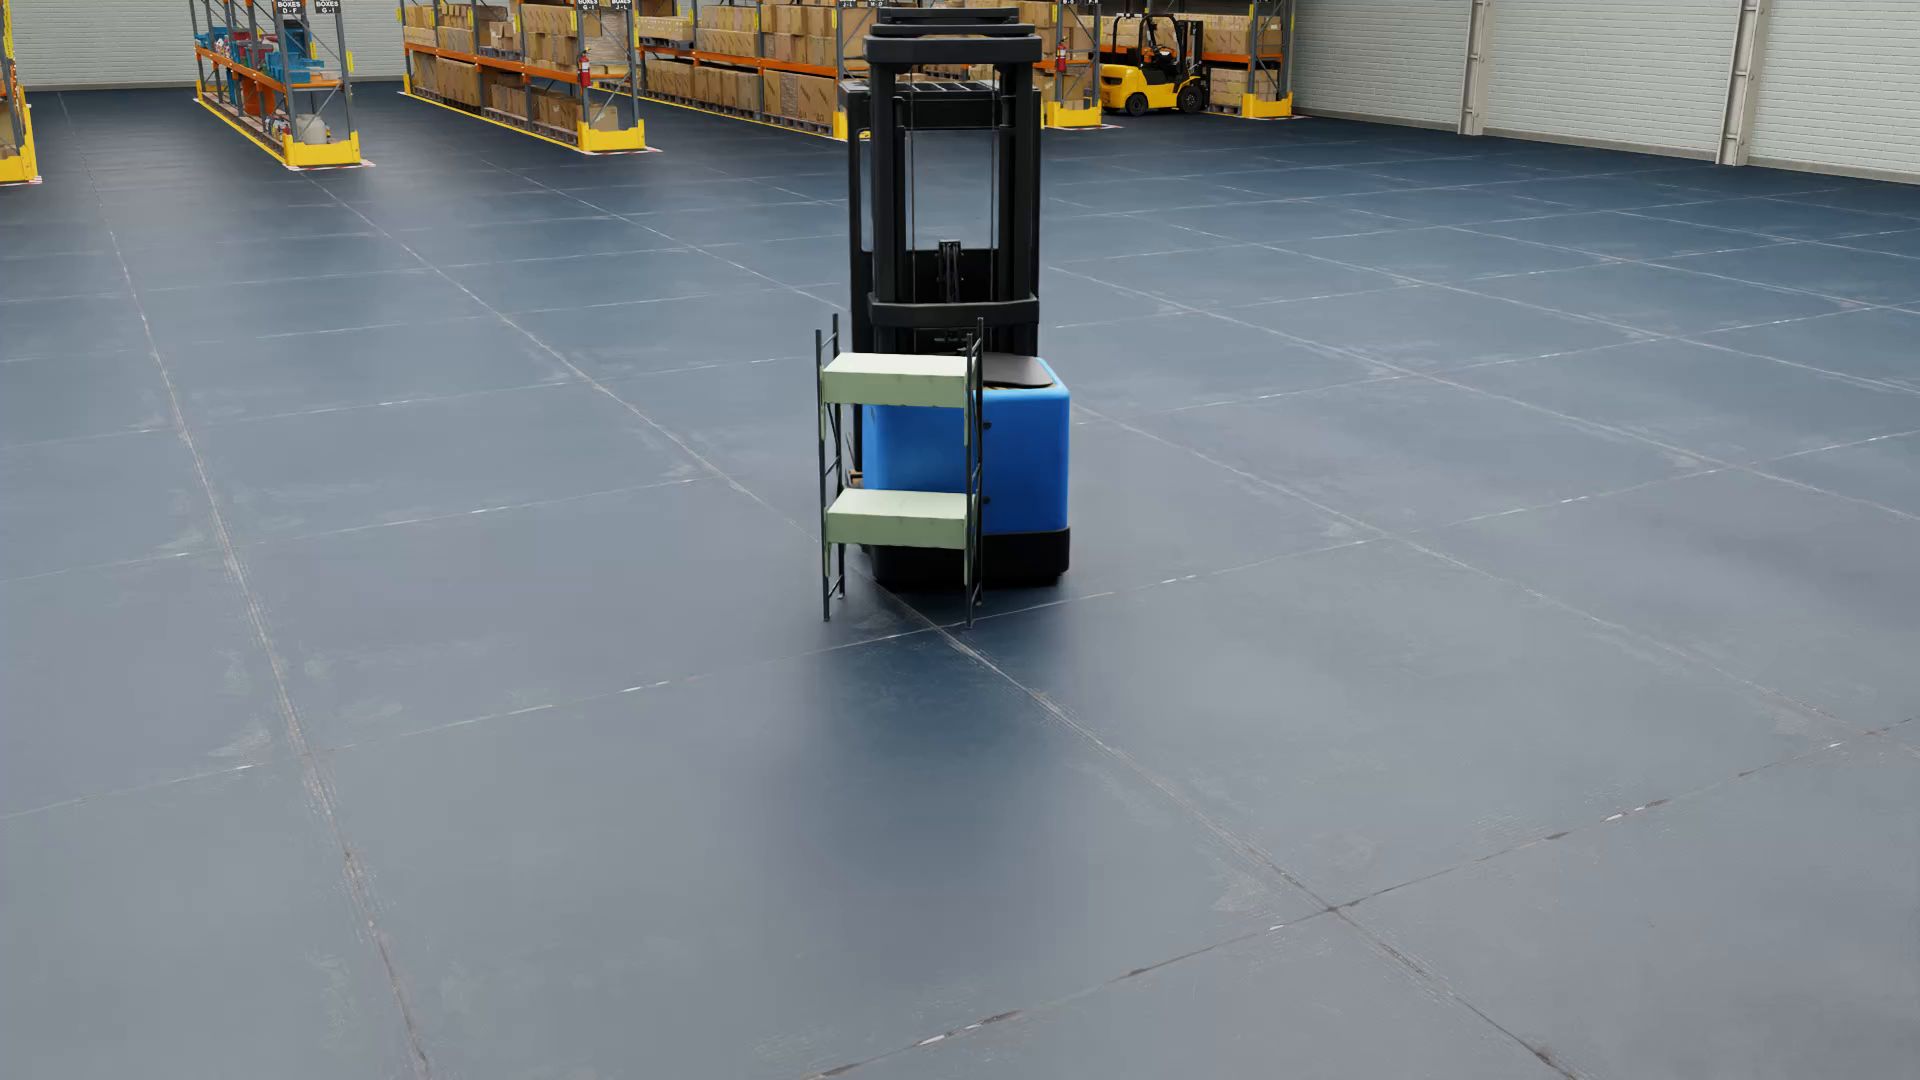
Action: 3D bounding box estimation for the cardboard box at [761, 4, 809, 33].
[{"bbox_3d":[-3.642,-10.883,34.687,0.875,0.550,0.550,-10,21,-27],"label":"cardboard box"}]

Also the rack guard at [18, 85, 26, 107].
[{"bbox_3d":[-22.582,-10.382,38.952,1.175,0.500,0.348,-10,21,-27],"label":"rack guard"}]

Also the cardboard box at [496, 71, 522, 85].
[{"bbox_3d":[-9.754,-10.015,36.065,0.500,0.250,0.500,-9,21,-24],"label":"cardboard box"}]

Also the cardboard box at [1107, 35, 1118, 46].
[{"bbox_3d":[3.966,-12.303,40.916,0.500,0.250,0.500,-10,21,-26],"label":"cardboard box"}]

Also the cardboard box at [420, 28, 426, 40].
[{"bbox_3d":[-12.929,-12.421,40.803,0.500,0.250,0.500,-10,21,-26],"label":"cardboard box"}]

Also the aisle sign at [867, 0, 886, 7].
[{"bbox_3d":[-1.589,-10.520,31.534,0.394,0.787,0.004,-10,21,-27],"label":"aisle sign"}]

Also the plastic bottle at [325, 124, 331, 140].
[{"bbox_3d":[-11.246,-7.245,29.538,0.097,0.271,0.097,0,19,0],"label":"plastic bottle"}]

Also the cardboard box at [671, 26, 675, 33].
[{"bbox_3d":[-6.577,-12.004,39.107,0.380,0.149,0.250,-9,21,-25],"label":"cardboard box"}]

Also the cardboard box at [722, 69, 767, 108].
[{"bbox_3d":[-4.615,-9.990,36.789,1.050,0.750,0.750,-10,21,-27],"label":"cardboard box"}]

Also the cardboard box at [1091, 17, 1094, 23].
[{"bbox_3d":[3.503,-12.975,41.487,0.380,0.149,0.250,-9,21,-26],"label":"cardboard box"}]

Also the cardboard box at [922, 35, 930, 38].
[{"bbox_3d":[-0.662,-11.843,39.096,0.380,0.149,0.250,-9,21,-25],"label":"cardboard box"}]

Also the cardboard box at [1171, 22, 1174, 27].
[{"bbox_3d":[5.133,-11.973,38.584,0.380,0.149,0.250,-9,21,-25],"label":"cardboard box"}]

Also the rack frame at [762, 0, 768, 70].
[{"bbox_3d":[-5.176,-14.654,47.499,1.000,3.000,0.127,-10,21,-27],"label":"rack frame"}]

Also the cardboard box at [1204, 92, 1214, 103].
[{"bbox_3d":[5.829,-10.104,37.887,0.500,0.250,0.500,-10,21,-26],"label":"cardboard box"}]

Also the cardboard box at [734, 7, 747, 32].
[{"bbox_3d":[-4.513,-11.367,36.289,0.700,0.500,0.500,-10,21,-26],"label":"cardboard box"}]

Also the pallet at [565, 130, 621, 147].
[{"bbox_3d":[-6.691,-7.468,30.950,1.003,0.211,1.213,-10,21,-27],"label":"pallet"}]

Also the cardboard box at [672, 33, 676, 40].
[{"bbox_3d":[-6.564,-11.857,39.136,0.380,0.149,0.250,-10,21,-26],"label":"cardboard box"}]

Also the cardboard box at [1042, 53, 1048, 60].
[{"bbox_3d":[1.838,-10.072,34.606,0.380,0.149,0.250,-10,22,-27],"label":"cardboard box"}]

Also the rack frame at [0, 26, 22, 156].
[{"bbox_3d":[-15.020,-6.992,25.296,1.000,3.000,0.127,-10,21,-27],"label":"rack frame"}]

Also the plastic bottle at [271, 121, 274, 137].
[{"bbox_3d":[-12.409,-7.427,30.045,0.061,0.283,0.133,-9,21,-24],"label":"plastic bottle"}]

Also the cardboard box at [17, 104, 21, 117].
[{"bbox_3d":[-17.628,-7.903,30.647,0.500,0.311,0.500,-9,21,-25],"label":"cardboard box"}]

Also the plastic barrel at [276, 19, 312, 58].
[{"bbox_3d":[-12.475,-9.301,31.220,0.600,0.901,0.708,-10,21,-27],"label":"plastic barrel"}]

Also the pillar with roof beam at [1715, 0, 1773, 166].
[{"bbox_3d":[9.160,-9.894,24.509,9.100,9.000,0.400,-10,21,-27],"label":"pillar with roof beam"}]

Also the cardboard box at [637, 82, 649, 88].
[{"bbox_3d":[-8.071,-11.620,42.435,0.380,0.149,0.250,-10,21,-26],"label":"cardboard box"}]

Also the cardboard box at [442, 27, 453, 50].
[{"bbox_3d":[-11.760,-11.703,38.794,0.500,0.500,0.500,-10,21,-27],"label":"cardboard box"}]

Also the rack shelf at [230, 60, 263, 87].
[{"bbox_3d":[-13.508,-9.141,32.626,1.077,0.370,4.000,-10,21,-27],"label":"rack shelf"}]

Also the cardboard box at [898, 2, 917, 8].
[{"bbox_3d":[-1.397,-13.056,41.185,0.500,0.500,0.500,-11,22,-28],"label":"cardboard box"}]

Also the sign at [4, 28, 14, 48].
[{"bbox_3d":[-16.432,-8.674,28.720,0.100,0.325,0.005,-10,21,-27],"label":"sign"}]

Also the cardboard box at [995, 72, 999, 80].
[{"bbox_3d":[1.074,-9.950,36.290,0.500,0.500,0.500,-9,21,-24],"label":"cardboard box"}]

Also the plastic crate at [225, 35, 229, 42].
[{"bbox_3d":[-16.920,-11.642,38.862,0.437,0.282,0.530,-10,21,-27],"label":"plastic crate"}]

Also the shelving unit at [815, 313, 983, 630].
[{"bbox_3d":[-0.288,-0.342,8.323,0.755,1.500,0.431,3,19,8],"label":"shelving unit"}]

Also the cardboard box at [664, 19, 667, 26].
[{"bbox_3d":[-6.803,-12.286,39.467,0.380,0.149,0.250,-10,21,-27],"label":"cardboard box"}]

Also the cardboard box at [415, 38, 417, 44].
[{"bbox_3d":[-13.407,-12.478,41.580,0.380,0.149,0.250,-10,22,-27],"label":"cardboard box"}]

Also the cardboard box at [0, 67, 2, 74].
[{"bbox_3d":[-16.447,-7.911,27.806,0.700,0.500,0.500,-10,22,-27],"label":"cardboard box"}]

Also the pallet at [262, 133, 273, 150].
[{"bbox_3d":[-12.276,-7.389,30.722,1.003,0.211,1.213,-10,21,-27],"label":"pallet"}]

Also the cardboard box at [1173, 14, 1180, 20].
[{"bbox_3d":[5.143,-12.113,38.533,0.380,0.149,0.250,-9,21,-25],"label":"cardboard box"}]

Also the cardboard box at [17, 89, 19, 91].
[{"bbox_3d":[-19.767,-9.079,34.501,0.500,0.500,0.500,-10,21,-26],"label":"cardboard box"}]

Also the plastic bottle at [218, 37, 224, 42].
[{"bbox_3d":[-16.456,-11.017,37.036,0.144,0.351,0.185,-10,21,-27],"label":"plastic bottle"}]

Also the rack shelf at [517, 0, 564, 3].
[{"bbox_3d":[-9.149,-11.326,34.360,1.077,0.370,4.000,-10,21,-27],"label":"rack shelf"}]

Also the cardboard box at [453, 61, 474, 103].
[{"bbox_3d":[-10.825,-10.475,38.002,1.225,0.875,0.875,-10,21,-26],"label":"cardboard box"}]

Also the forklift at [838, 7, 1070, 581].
[{"bbox_3d":[-0.124,-1.607,9.794,1.130,2.935,3.031,-3,19,-7],"label":"forklift"}]

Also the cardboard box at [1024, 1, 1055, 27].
[{"bbox_3d":[1.753,-10.980,34.712,0.700,0.500,0.500,-10,21,-26],"label":"cardboard box"}]

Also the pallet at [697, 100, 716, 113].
[{"bbox_3d":[-5.378,-10.005,38.303,1.003,0.211,1.213,-10,21,-27],"label":"pallet"}]

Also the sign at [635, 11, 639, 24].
[{"bbox_3d":[-8.059,-13.033,41.474,0.100,0.325,0.005,-10,21,-27],"label":"sign"}]

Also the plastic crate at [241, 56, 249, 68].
[{"bbox_3d":[-13.634,-9.263,32.201,0.450,0.188,0.662,-10,21,-27],"label":"plastic crate"}]

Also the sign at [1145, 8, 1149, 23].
[{"bbox_3d":[4.416,-12.402,39.320,0.100,0.325,0.005,-10,21,-27],"label":"sign"}]

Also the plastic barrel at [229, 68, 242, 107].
[{"bbox_3d":[-15.778,-10.048,36.724,0.600,0.901,0.708,-10,21,-27],"label":"plastic barrel"}]

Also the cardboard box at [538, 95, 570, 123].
[{"bbox_3d":[-8.045,-8.570,33.056,0.500,0.500,0.500,-11,22,-28],"label":"cardboard box"}]

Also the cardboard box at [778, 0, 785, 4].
[{"bbox_3d":[-4.696,-14.698,45.941,0.500,0.500,0.500,-10,21,-27],"label":"cardboard box"}]

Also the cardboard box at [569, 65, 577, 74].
[{"bbox_3d":[-6.899,-8.592,30.319,0.380,0.149,0.250,-10,21,-27],"label":"cardboard box"}]

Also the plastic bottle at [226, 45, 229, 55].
[{"bbox_3d":[-15.359,-10.258,34.958,0.097,0.271,0.097,0,19,0],"label":"plastic bottle"}]

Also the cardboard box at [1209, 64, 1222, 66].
[{"bbox_3d":[5.775,-10.948,38.800,0.500,0.250,0.500,-10,21,-26],"label":"cardboard box"}]

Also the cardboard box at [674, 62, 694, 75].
[{"bbox_3d":[-6.491,-11.232,39.621,0.500,0.250,0.500,-10,21,-26],"label":"cardboard box"}]

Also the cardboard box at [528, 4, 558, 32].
[{"bbox_3d":[-7.971,-10.022,31.936,0.500,0.500,0.500,-10,21,-27],"label":"cardboard box"}]
